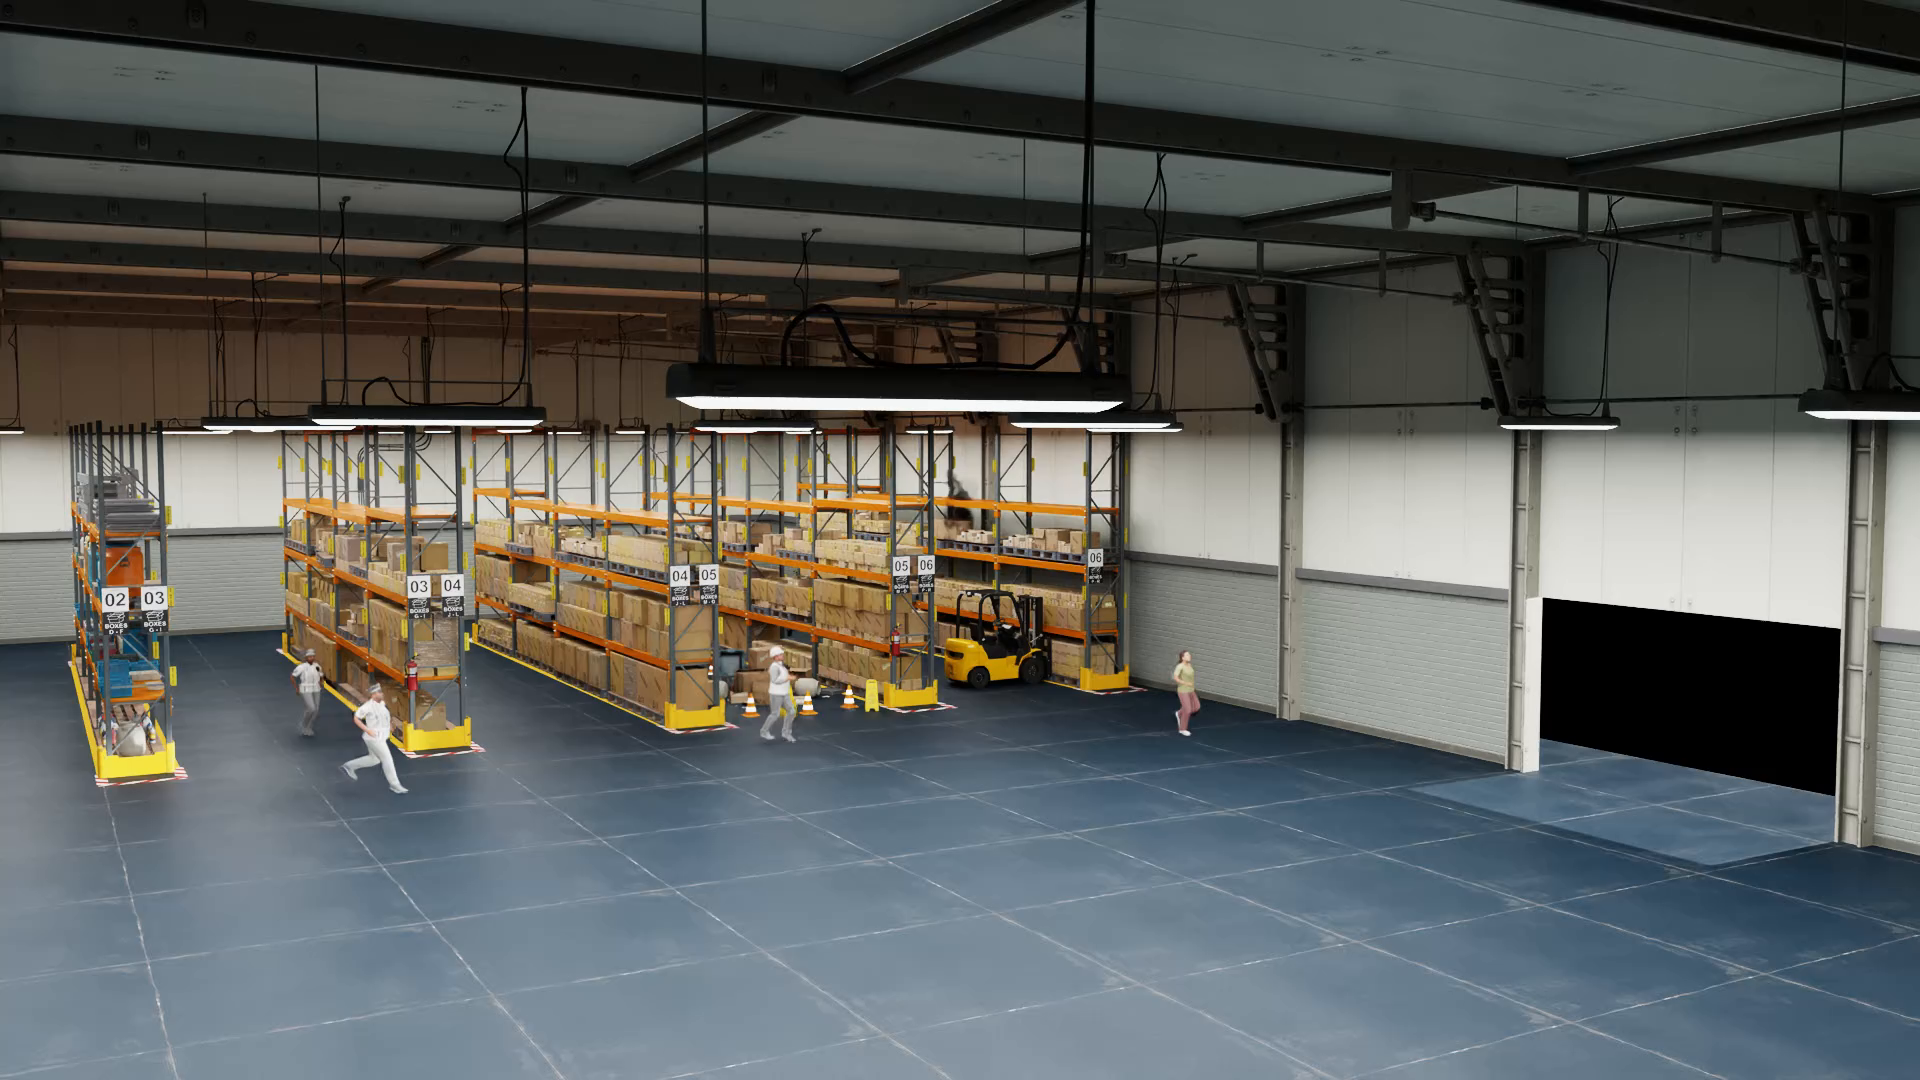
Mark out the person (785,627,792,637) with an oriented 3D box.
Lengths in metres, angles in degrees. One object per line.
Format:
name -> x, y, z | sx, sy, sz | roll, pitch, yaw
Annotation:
person -> -5.040, 1.979, 46.928 | 0.664, 1.687, 0.720 | -3, 5, -42

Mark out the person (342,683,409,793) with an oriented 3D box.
person -> -9.460, 3.199, 26.885 | 1.123, 1.794, 0.632 | 0, 4, 0

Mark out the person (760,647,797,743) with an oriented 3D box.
person -> -3.388, 2.911, 31.168 | 0.734, 1.825, 0.639 | 1, 4, 15

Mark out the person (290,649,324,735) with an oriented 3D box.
person -> -12.404, 2.909, 31.809 | 0.634, 1.661, 0.528 | 3, 5, 41

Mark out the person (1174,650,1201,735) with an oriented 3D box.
person -> 4.344, 2.930, 32.029 | 0.560, 1.635, 0.617 | 3, 5, 43
